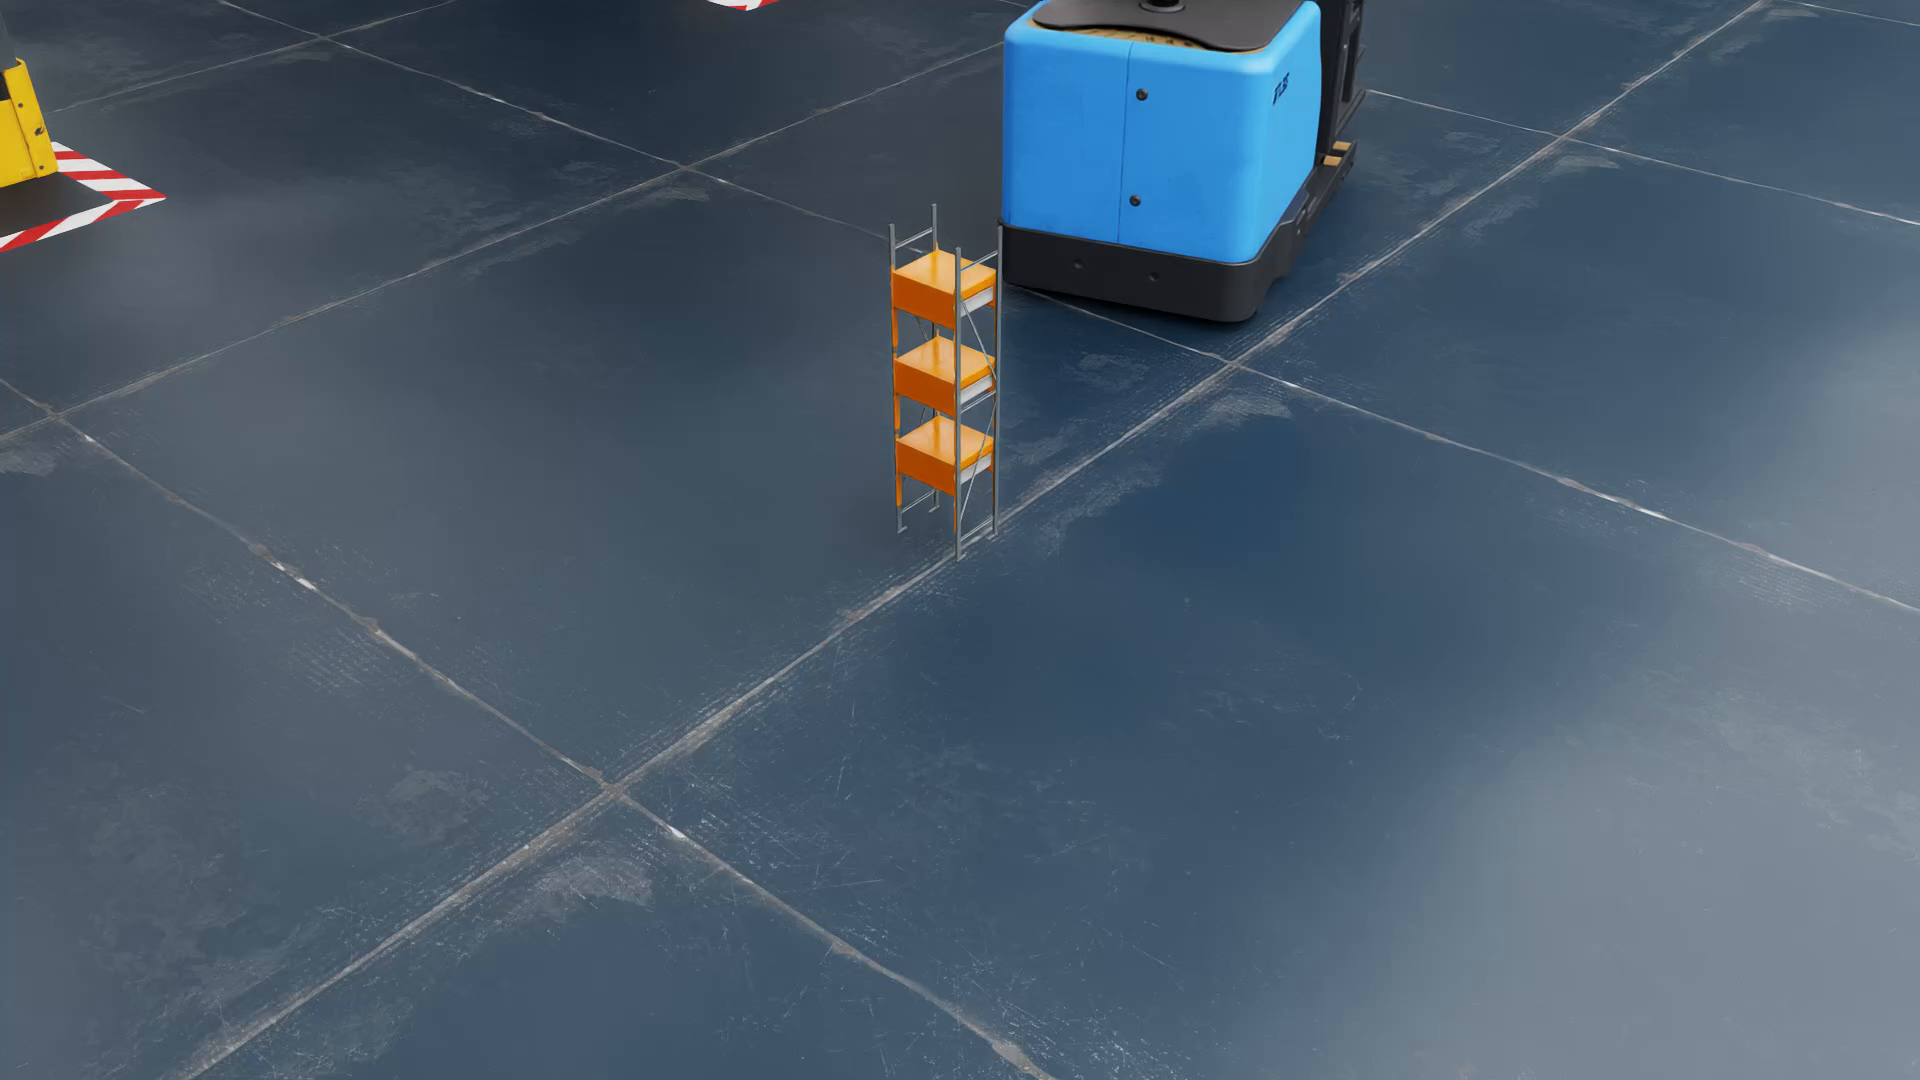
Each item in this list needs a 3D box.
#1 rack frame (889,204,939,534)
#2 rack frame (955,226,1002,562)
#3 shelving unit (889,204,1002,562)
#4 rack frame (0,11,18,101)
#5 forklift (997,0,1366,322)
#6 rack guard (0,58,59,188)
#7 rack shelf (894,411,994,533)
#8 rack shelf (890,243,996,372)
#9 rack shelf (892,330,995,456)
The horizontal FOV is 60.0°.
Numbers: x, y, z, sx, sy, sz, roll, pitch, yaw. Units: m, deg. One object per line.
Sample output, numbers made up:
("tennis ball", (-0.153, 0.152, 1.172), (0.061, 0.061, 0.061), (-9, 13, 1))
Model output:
("rack frame", (-0.135, -0.496, 5.045), (0.008, 1.050, 0.200), (25, 42, 32))
("rack frame", (0.053, -0.408, 4.917), (0.008, 1.050, 0.200), (25, 42, 32))
("shelving unit", (-0.041, -0.452, 4.981), (0.252, 1.050, 0.215), (25, 42, 32))
("rack frame", (-4.602, -2.766, 6.629), (0.127, 3.000, 1.000), (25, 42, 32))
("forklift", (1.186, -2.864, 6.831), (1.130, 2.935, 3.031), (13, 37, 19))
("rack guard", (-4.691, -1.743, 7.347), (0.348, 0.500, 1.175), (25, 42, 32))
("rack shelf", (-0.041, -0.214, 5.144), (0.240, 0.259, 0.215), (25, 42, 32))
("rack shelf", (-0.041, -0.677, 4.826), (0.240, 0.259, 0.215), (25, 42, 32))
("rack shelf", (-0.041, -0.443, 4.987), (0.240, 0.259, 0.215), (25, 42, 32))
